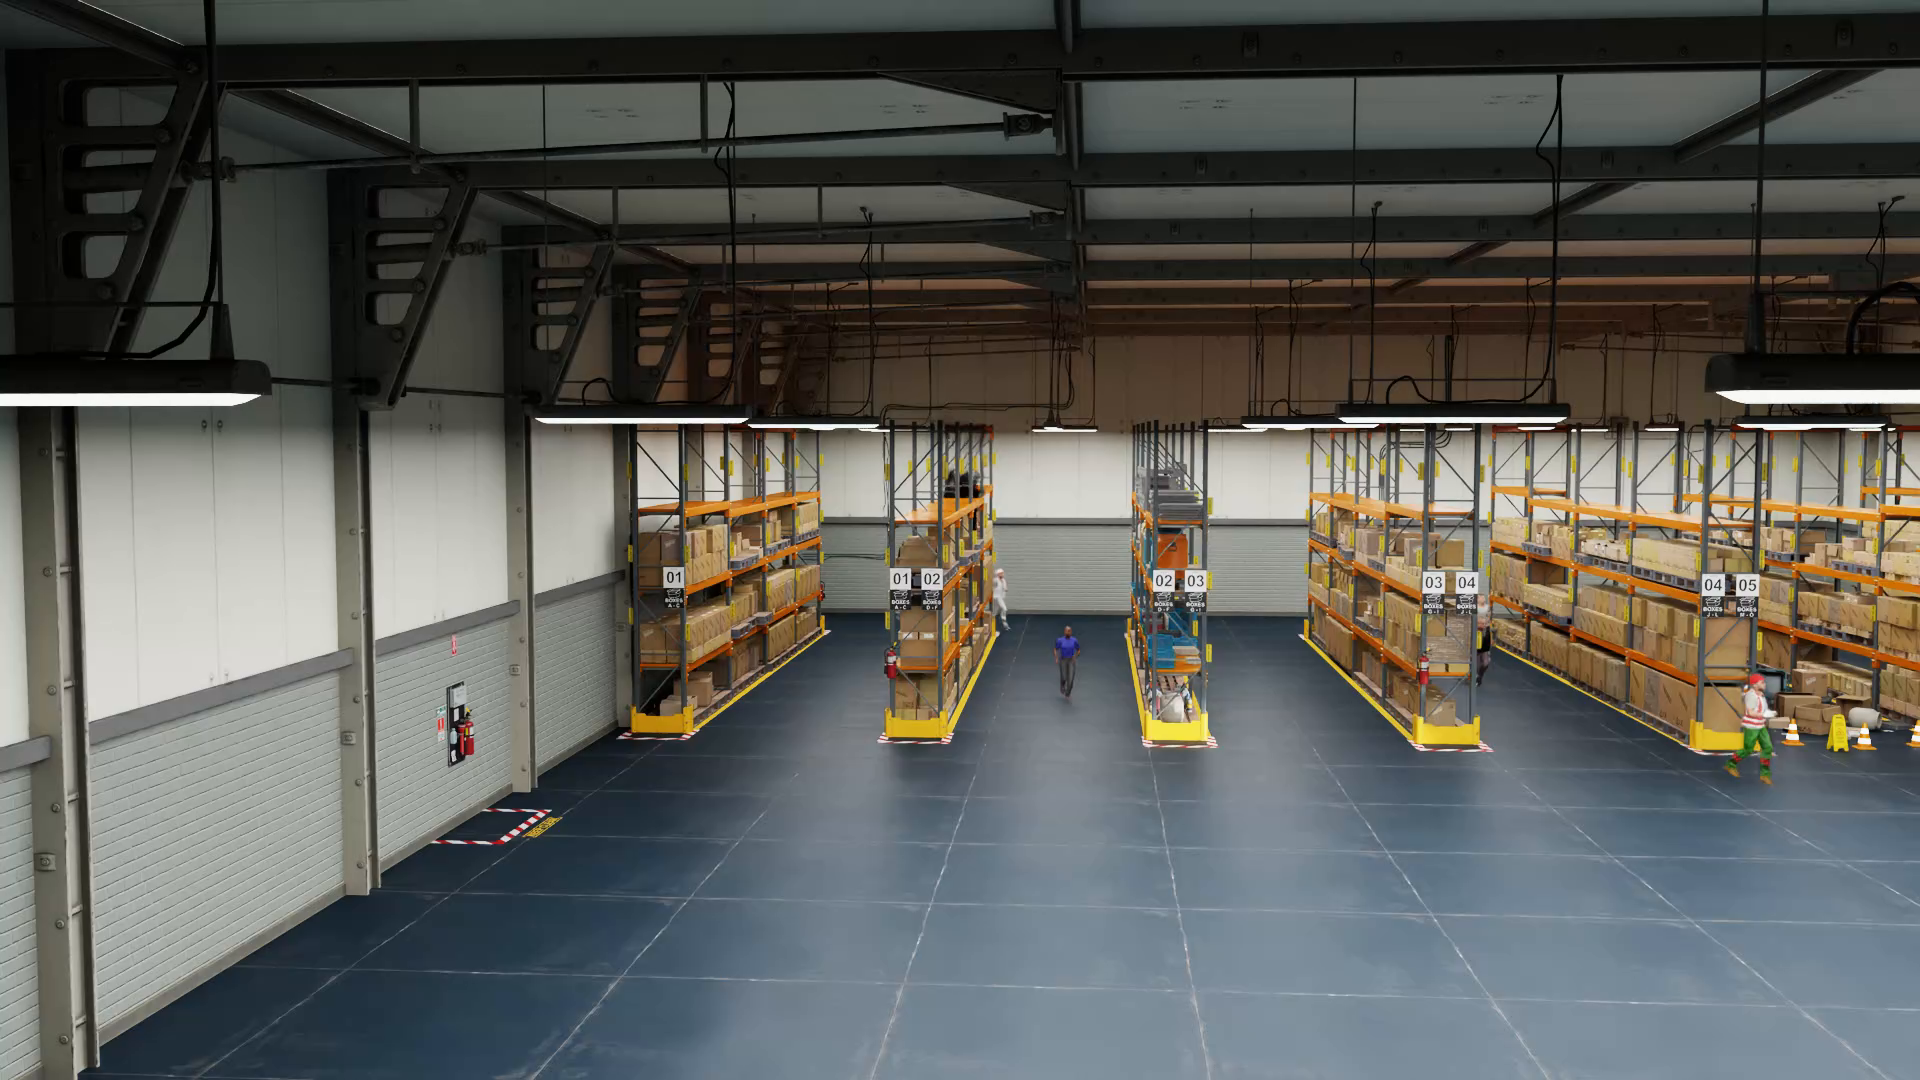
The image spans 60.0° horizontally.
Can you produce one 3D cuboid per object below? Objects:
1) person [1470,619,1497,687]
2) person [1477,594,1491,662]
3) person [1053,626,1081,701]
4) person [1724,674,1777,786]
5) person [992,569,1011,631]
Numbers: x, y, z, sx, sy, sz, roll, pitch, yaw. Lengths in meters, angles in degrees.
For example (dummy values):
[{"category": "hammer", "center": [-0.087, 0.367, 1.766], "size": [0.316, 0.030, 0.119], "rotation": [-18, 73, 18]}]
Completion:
[{"category": "person", "center": [11.786, 2.537, 37.570], "size": [0.696, 1.588, 0.926], "rotation": [0, 4, 3]}, {"category": "person", "center": [13.202, 2.203, 42.101], "size": [0.565, 1.686, 0.917], "rotation": [0, 4, 1]}, {"category": "person", "center": [2.317, 2.665, 35.859], "size": [0.586, 1.624, 0.556], "rotation": [0, 4, -2]}, {"category": "person", "center": [13.000, 3.120, 27.328], "size": [0.680, 1.867, 0.849], "rotation": [-3, 5, -43]}, {"category": "person", "center": [1.155, 1.737, 48.766], "size": [0.930, 1.795, 0.668], "rotation": [2, 4, 34]}]
